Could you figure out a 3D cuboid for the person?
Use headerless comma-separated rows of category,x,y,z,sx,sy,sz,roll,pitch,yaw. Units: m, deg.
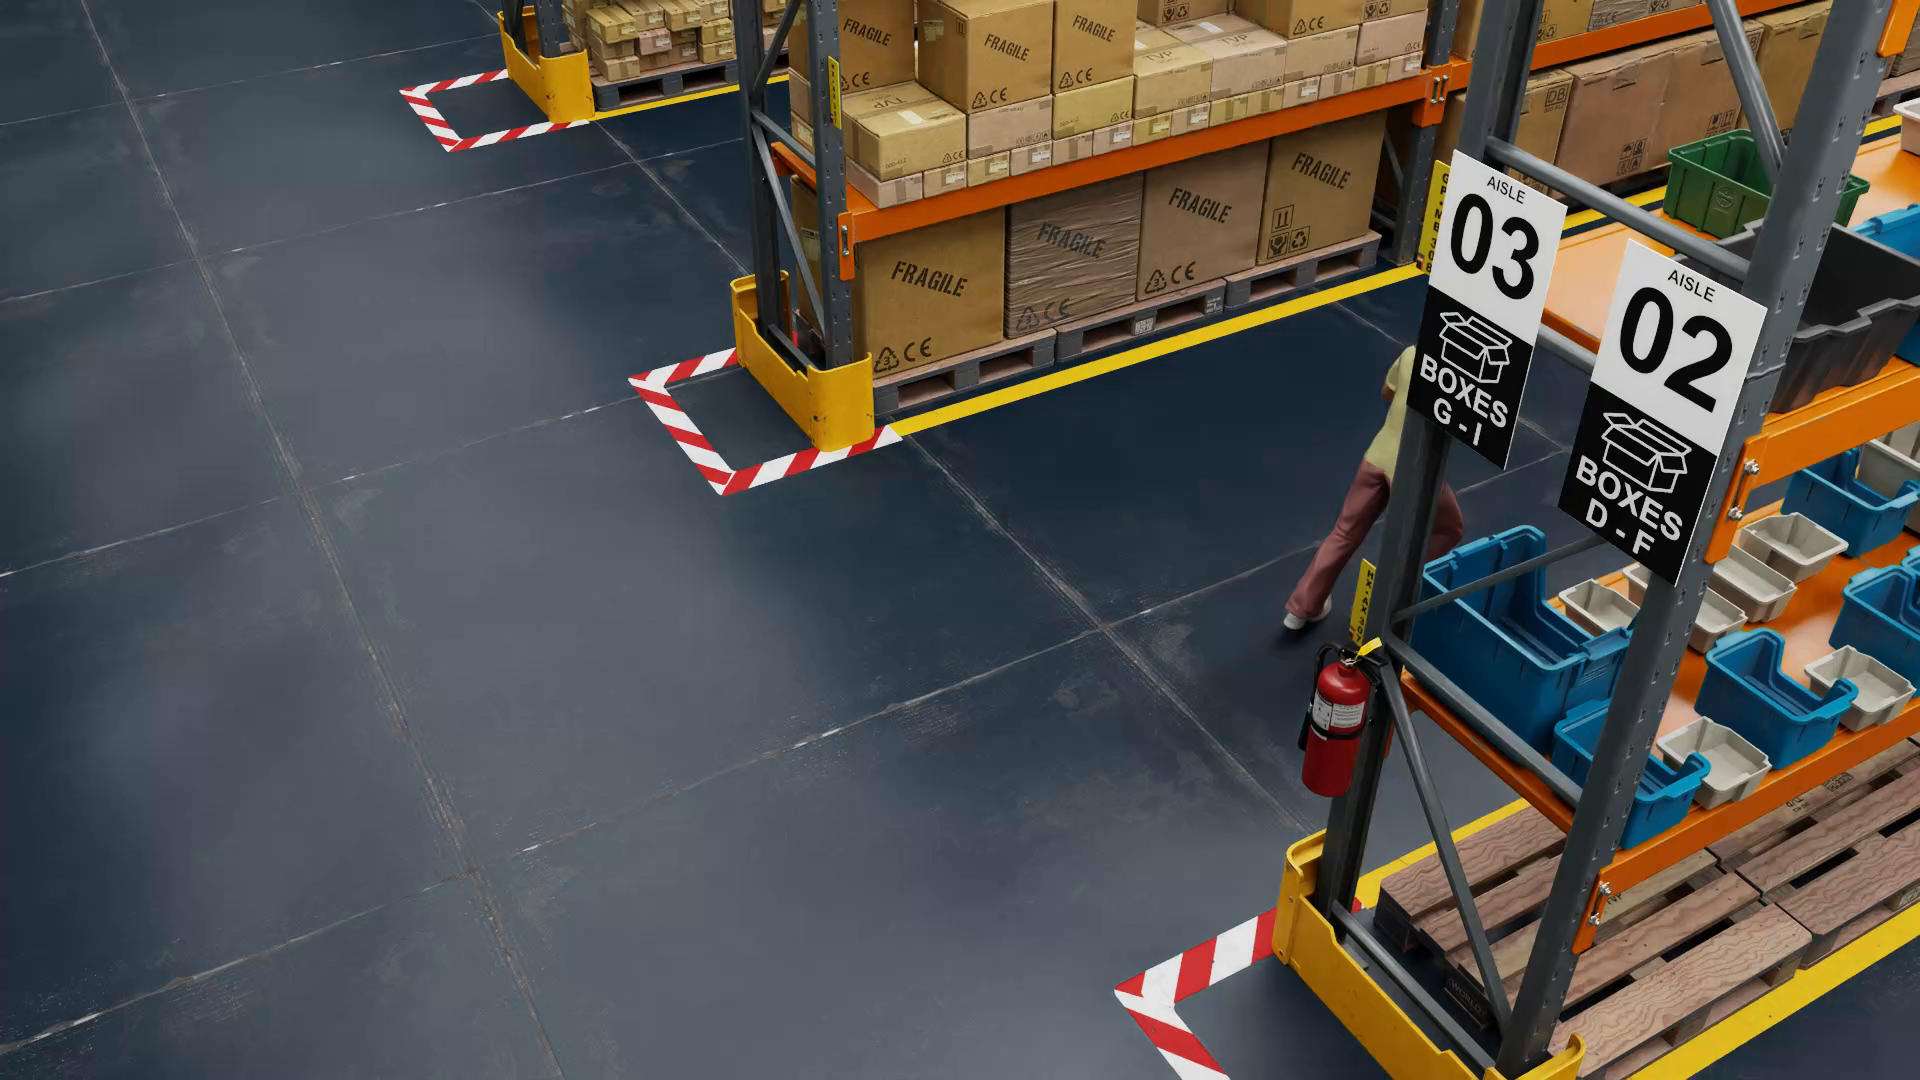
person,1.945,-0.276,7.345,0.908,1.588,0.573,-23,43,-28
